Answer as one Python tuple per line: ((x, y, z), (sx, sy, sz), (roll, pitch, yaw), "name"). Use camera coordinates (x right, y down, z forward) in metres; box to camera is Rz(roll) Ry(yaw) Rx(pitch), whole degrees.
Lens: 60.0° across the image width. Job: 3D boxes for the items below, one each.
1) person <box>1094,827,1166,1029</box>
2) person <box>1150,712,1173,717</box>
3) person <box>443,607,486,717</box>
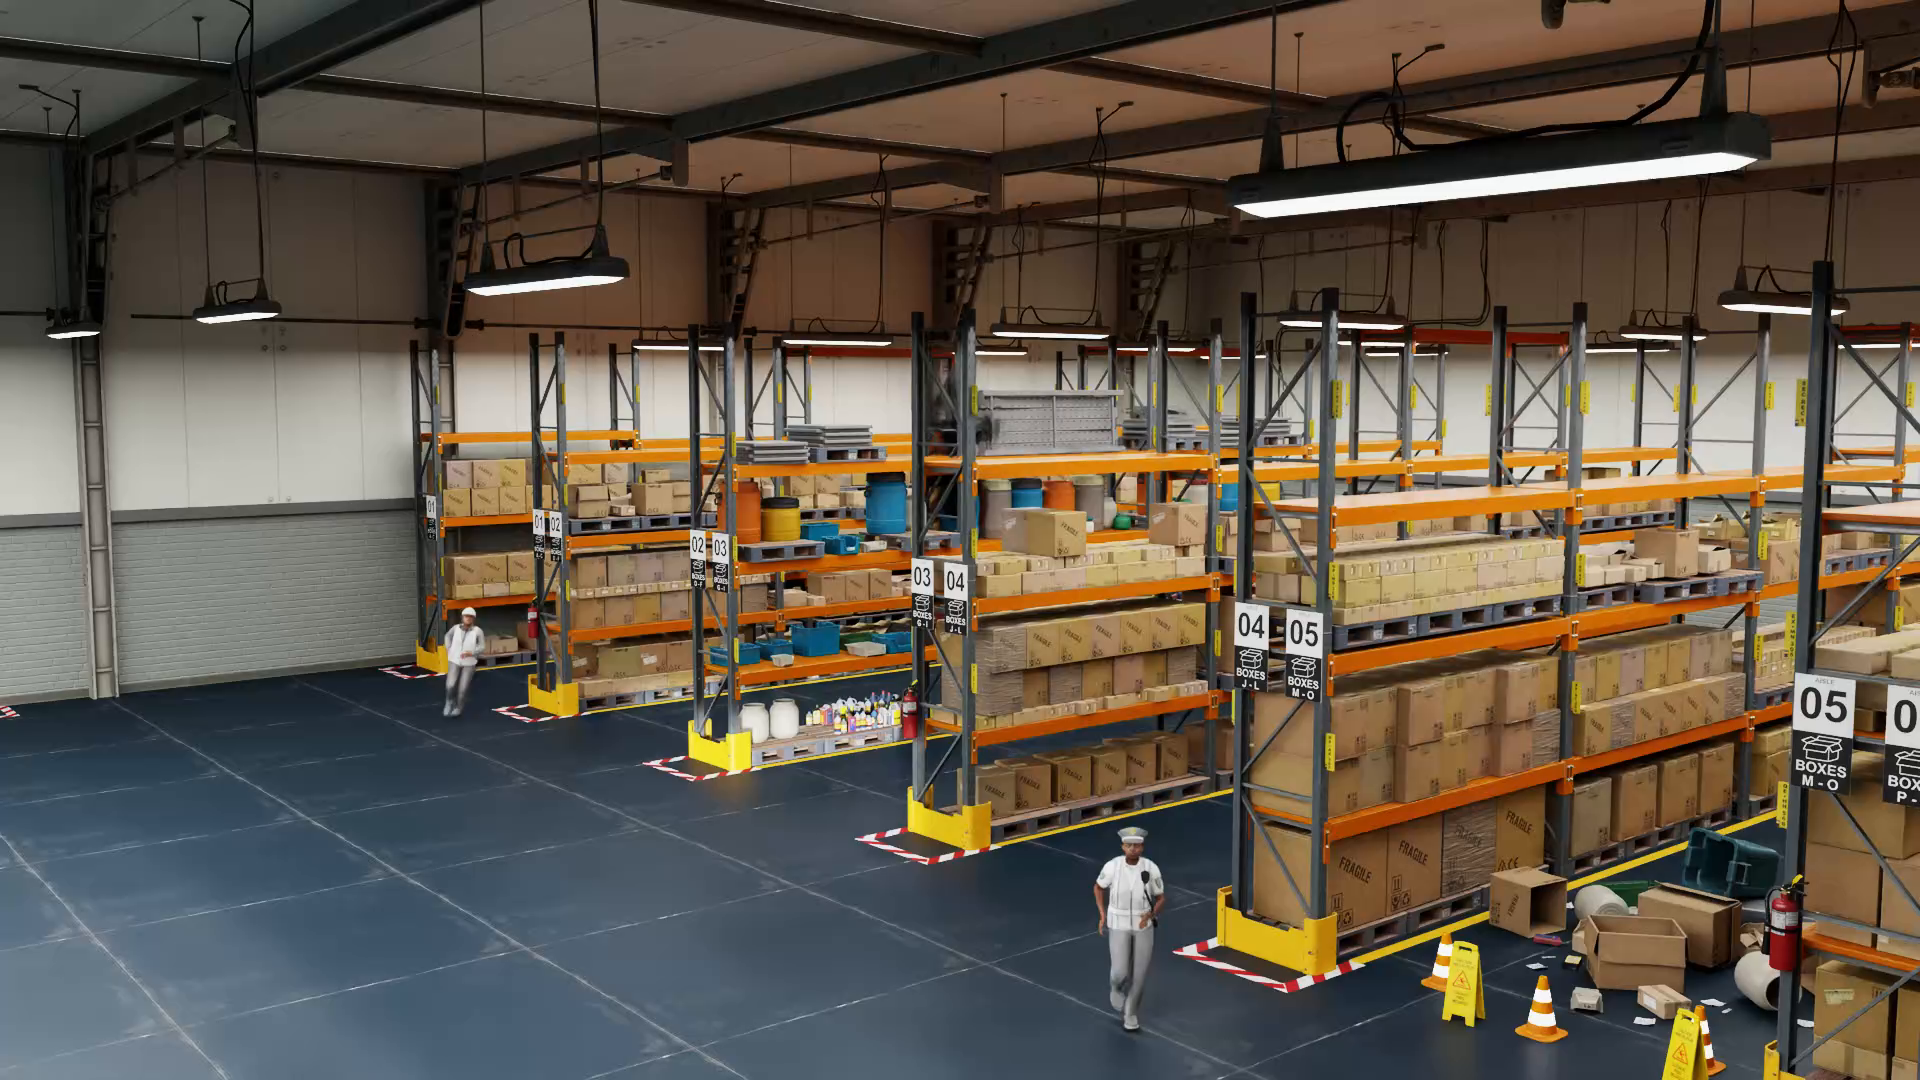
((1.364, 3.110, 13.328), (0.568, 1.656, 0.554), (0, 5, 2), "person")
((2.922, 1.899, 24.486), (0.572, 1.442, 0.537), (5, 7, 43), "person")
((-7.731, 1.900, 25.915), (0.690, 1.720, 0.619), (-1, 5, -10), "person")
